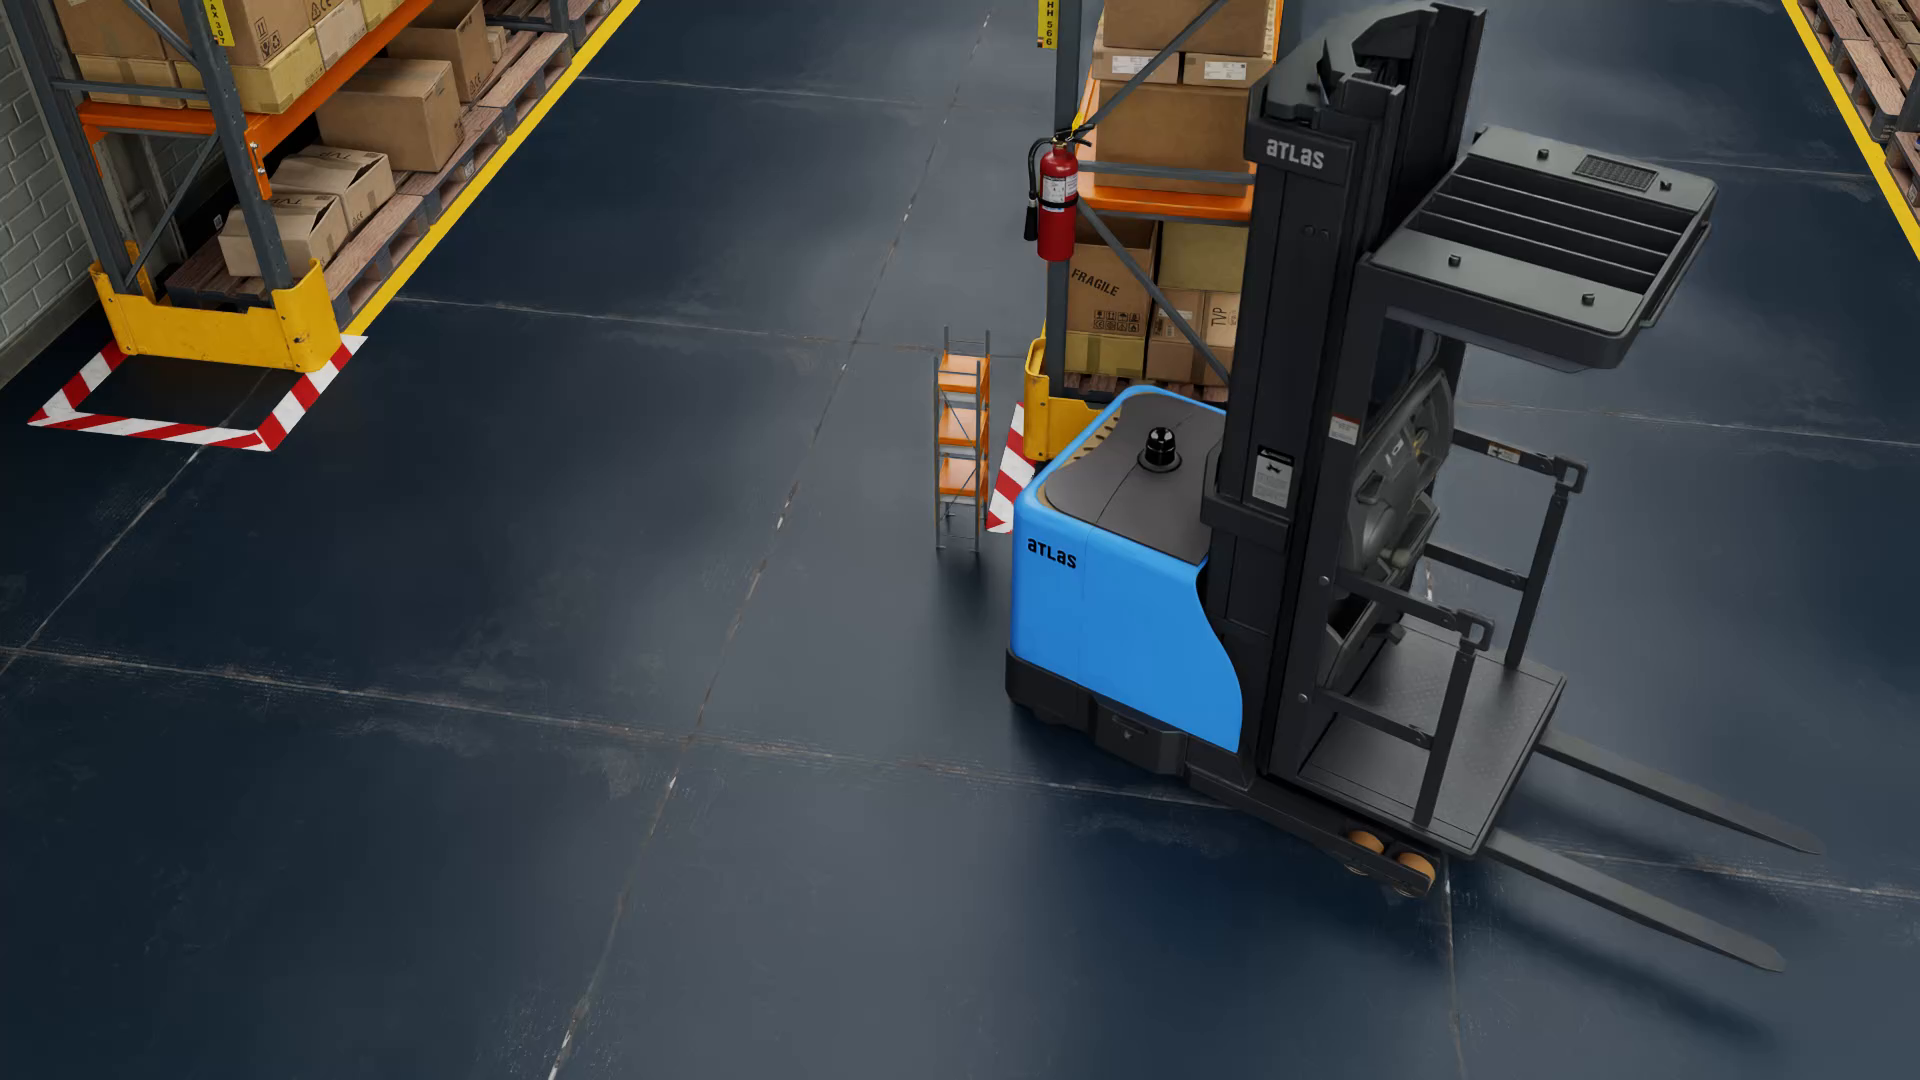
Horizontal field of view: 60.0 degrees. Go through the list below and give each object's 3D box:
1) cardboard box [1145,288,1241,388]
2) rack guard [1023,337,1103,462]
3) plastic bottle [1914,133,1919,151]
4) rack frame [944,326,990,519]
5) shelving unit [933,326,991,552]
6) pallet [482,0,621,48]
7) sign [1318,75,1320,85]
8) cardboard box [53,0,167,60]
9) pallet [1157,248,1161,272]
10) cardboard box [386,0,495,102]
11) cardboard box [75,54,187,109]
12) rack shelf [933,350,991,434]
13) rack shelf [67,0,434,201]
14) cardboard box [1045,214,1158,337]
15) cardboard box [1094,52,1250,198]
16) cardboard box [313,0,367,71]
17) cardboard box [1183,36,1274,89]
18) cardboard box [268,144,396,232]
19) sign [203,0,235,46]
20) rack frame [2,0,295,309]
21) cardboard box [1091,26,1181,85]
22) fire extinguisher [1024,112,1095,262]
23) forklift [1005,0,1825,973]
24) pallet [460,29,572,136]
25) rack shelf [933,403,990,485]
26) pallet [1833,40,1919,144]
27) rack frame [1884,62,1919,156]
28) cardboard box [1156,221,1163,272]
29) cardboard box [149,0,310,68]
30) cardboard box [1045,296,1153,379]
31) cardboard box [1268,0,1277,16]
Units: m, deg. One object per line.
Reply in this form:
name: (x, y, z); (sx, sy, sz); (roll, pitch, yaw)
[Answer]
cardboard box: (1.224, -1.032, 8.472); (0.500, 0.250, 0.500); (6, 40, 8)
rack guard: (0.908, -0.639, 8.131); (1.175, 0.500, 0.348); (6, 40, 8)
plastic bottle: (5.995, -2.546, 10.271); (0.097, 0.271, 0.097); (0, 40, 0)
rack frame: (0.030, -0.515, 7.549); (0.200, 1.050, 0.008); (6, 40, 8)
shelving unit: (0.009, -0.438, 7.456); (0.215, 1.050, 0.252); (6, 40, 8)
pallet: (-3.142, -4.086, 12.526); (1.003, 0.211, 1.213); (6, 40, 8)
sign: (1.458, -1.917, 6.973); (0.100, 0.325, 0.005); (6, 40, 8)
cardboard box: (-4.095, -2.720, 8.199); (0.500, 0.500, 0.500); (6, 40, 7)
pallet: (1.217, -1.791, 9.750); (1.003, 0.211, 1.213); (6, 40, 8)
cardboard box: (-3.416, -3.222, 10.910); (0.500, 0.500, 0.500); (4, 40, 4)
cardboard box: (-4.078, -2.426, 8.432); (0.500, 0.250, 0.500); (7, 40, 8)
rack shelf: (0.009, -0.649, 7.282); (0.215, 0.259, 0.240); (6, 40, 8)
rack shelf: (-3.621, -3.139, 9.757); (1.077, 0.370, 4.000); (6, 40, 8)
cardboard box: (0.712, -1.378, 8.302); (0.500, 0.500, 0.500); (6, 40, 8)
cardboard box: (1.005, -1.948, 7.673); (0.700, 0.500, 0.500); (6, 40, 8)
cardboard box: (-3.495, -2.710, 8.776); (0.500, 0.250, 0.500); (5, 40, 6)
cardboard box: (1.192, -2.128, 7.383); (0.380, 0.149, 0.250); (6, 40, 7)
cardboard box: (-3.661, -2.077, 9.673); (0.500, 0.311, 0.500); (10, 41, 11)
sign: (-3.433, -2.435, 7.662); (0.100, 0.325, 0.005); (6, 40, 8)
rack frame: (-3.968, -2.161, 8.010); (1.000, 3.000, 0.127); (6, 40, 8)
cardboard box: (0.790, -2.167, 7.429); (0.380, 0.149, 0.250); (6, 40, 7)
fire extinguisher: (0.434, -1.565, 7.349); (0.296, 0.674, 0.183); (6, 40, 8)
forklift: (1.702, -0.198, 5.689); (3.031, 2.935, 1.130); (22, 45, 25)
pallet: (-3.357, -3.172, 11.420); (1.003, 0.211, 1.213); (6, 40, 8)
rack shelf: (0.009, -0.430, 7.463); (0.215, 0.259, 0.240); (6, 40, 8)
pallet: (6.580, -3.002, 11.215); (1.003, 0.211, 1.213); (6, 40, 8)
rack frame: (6.482, -3.579, 9.725); (1.000, 3.000, 0.127); (6, 40, 8)
cardboard box: (0.873, -1.718, 9.302); (0.500, 0.250, 0.500); (6, 40, 8)
cardboard box: (-3.589, -2.667, 8.135); (0.500, 0.500, 0.500); (6, 40, 8)
cardboard box: (0.714, -1.089, 8.541); (0.500, 0.250, 0.500); (6, 40, 8)
cardboard box: (1.280, -2.451, 7.773); (0.380, 0.149, 0.250); (7, 40, 8)
